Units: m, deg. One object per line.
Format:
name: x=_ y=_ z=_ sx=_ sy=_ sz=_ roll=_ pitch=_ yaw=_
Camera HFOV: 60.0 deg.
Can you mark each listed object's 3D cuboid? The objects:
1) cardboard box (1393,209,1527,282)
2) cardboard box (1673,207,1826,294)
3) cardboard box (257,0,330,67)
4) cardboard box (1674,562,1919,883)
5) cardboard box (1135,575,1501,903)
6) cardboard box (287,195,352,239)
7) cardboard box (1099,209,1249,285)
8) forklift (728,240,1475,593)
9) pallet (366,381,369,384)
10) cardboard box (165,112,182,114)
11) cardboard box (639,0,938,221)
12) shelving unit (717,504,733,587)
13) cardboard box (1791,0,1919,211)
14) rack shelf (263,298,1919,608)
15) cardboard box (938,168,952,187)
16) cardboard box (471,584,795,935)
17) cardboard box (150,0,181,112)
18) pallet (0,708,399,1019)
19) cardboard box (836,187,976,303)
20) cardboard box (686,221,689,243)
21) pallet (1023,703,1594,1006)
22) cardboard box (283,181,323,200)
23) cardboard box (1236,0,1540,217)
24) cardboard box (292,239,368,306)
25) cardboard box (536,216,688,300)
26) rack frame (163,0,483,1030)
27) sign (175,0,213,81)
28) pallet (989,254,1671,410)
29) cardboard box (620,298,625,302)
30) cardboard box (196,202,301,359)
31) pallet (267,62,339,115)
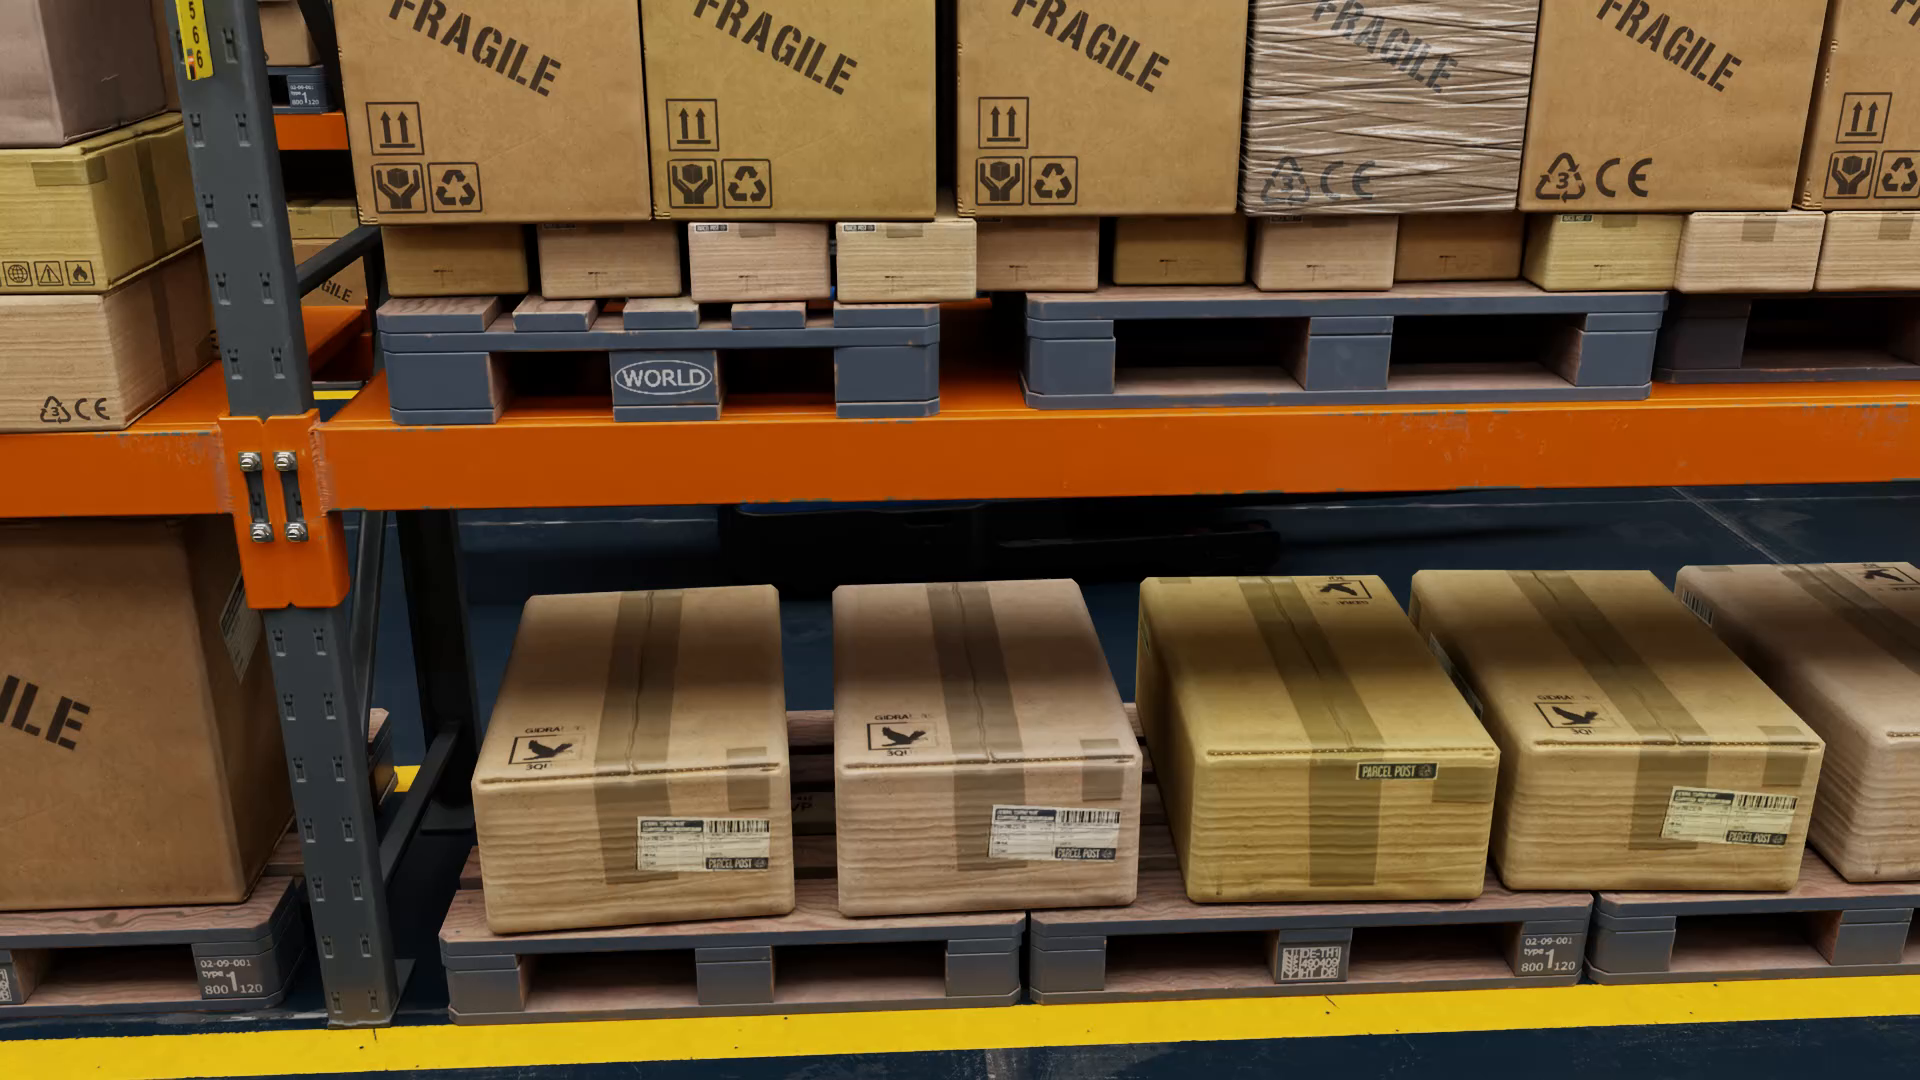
cardboard box: x=0.931 y=-0.631 z=3.325 sx=0.250 sy=0.149 sz=0.380 roll=-2 pitch=21 yaw=-5
cardboard box: x=1.446 y=-0.592 z=3.222 sx=0.250 sy=0.149 sz=0.380 roll=-1 pitch=21 yaw=-3
cardboard box: x=-3.182 y=-2.472 z=7.664 sx=0.637 sy=0.503 sz=0.797 roll=-2 pitch=21 yaw=-4
cardboard box: x=2.194 y=0.399 z=3.961 sx=0.625 sy=0.372 sz=0.950 roll=-1 pitch=21 yaw=-2
cardboard box: x=0.782 y=0.429 z=3.881 sx=0.625 sy=0.372 sz=0.950 roll=0 pitch=21 yaw=-1
cardboard box: x=-3.093 y=-1.557 z=8.007 sx=0.250 sy=0.149 sz=0.380 roll=-1 pitch=21 yaw=-4
cardboard box: x=0.411 y=-0.616 z=3.287 sx=0.250 sy=0.149 sz=0.380 roll=0 pitch=21 yaw=-1
forklift: x=0.668 y=-1.427 z=5.751 sx=3.031 sy=2.935 sz=1.130 roll=-3 pitch=21 yaw=-9
pallet: x=-2.311 y=-1.022 z=8.508 sx=1.213 sy=0.211 sz=1.003 roll=-1 pitch=21 yaw=-3
cardboard box: x=-1.796 y=-0.805 z=3.527 sx=0.500 sy=0.250 sz=0.500 roll=-1 pitch=21 yaw=-3
cardboard box: x=-0.294 y=-0.886 z=3.083 sx=0.500 sy=0.500 sz=0.500 roll=0 pitch=21 yaw=0
shelving unit: x=-1.337 y=-0.595 z=5.577 sx=1.048 sy=1.500 sz=0.538 roll=-3 pitch=21 yaw=-9
cardboard box: x=1.774 y=-0.925 z=3.187 sx=0.500 sy=0.500 sz=0.500 roll=-1 pitch=21 yaw=-3
rack shelf: x=0.721 y=-0.268 z=3.620 sx=4.000 sy=0.370 sz=1.077 roll=-1 pitch=21 yaw=-3
cardboard box: x=0.076 y=-0.798 z=3.763 sx=0.250 sy=0.149 sz=0.380 roll=-1 pitch=21 yaw=-2
cardboard box: x=-0.711 y=0.460 z=3.799 sx=0.625 sy=0.372 sz=0.950 roll=-3 pitch=21 yaw=-7
cardboard box: x=-1.782 y=-1.154 z=3.392 sx=0.500 sy=0.500 sz=0.500 roll=-2 pitch=21 yaw=-5
pallet: x=-2.067 y=0.729 z=3.910 sx=1.213 sy=0.211 sz=1.003 roll=-1 pitch=21 yaw=-3
cardboard box: x=-0.105 y=-0.564 z=3.150 sx=0.250 sy=0.149 sz=0.380 roll=-1 pitch=21 yaw=-3
cardboard box: x=-0.699 y=-0.764 z=3.674 sx=0.250 sy=0.149 sz=0.380 roll=-1 pitch=21 yaw=-2
pallet: x=0.719 y=0.701 z=3.984 sx=1.213 sy=0.211 sz=1.003 roll=-1 pitch=21 yaw=-3
cardboard box: x=-3.389 y=-1.713 z=8.415 sx=0.250 sy=0.149 sz=0.380 roll=-1 pitch=21 yaw=-3
cardboard box: x=0.736 y=-0.906 z=3.136 sx=0.500 sy=0.500 sz=0.500 roll=-2 pitch=21 yaw=-5
cardboard box: x=-2.996 y=-1.252 z=8.116 sx=0.500 sy=0.500 sz=0.500 roll=0 pitch=21 yaw=-1
cardboard box: x=-0.657 y=-0.577 z=3.183 sx=0.250 sy=0.149 sz=0.380 roll=-2 pitch=21 yaw=-6
rack frame: x=-1.276 y=-0.564 z=3.385 sx=0.127 sy=3.000 sz=1.000 roll=-1 pitch=21 yaw=-3
sign: x=-1.241 y=-0.908 z=2.662 sx=0.005 sy=0.325 sz=0.100 roll=-1 pitch=21 yaw=-3
pallet: x=0.698 y=-0.529 z=3.563 sx=1.213 sy=0.211 sz=1.003 roll=-1 pitch=21 yaw=-3
cardboard box: x=-2.000 y=-1.446 z=8.626 sx=0.500 sy=0.500 sz=0.500 roll=0 pitch=21 yaw=-1
cardboard box: x=-1.779 y=-0.573 z=3.621 sx=0.500 sy=0.250 sz=0.500 roll=-2 pitch=21 yaw=-4
pallet: x=-3.504 y=-2.196 z=7.943 sx=1.213 sy=0.211 sz=1.003 roll=-1 pitch=21 yaw=-3
